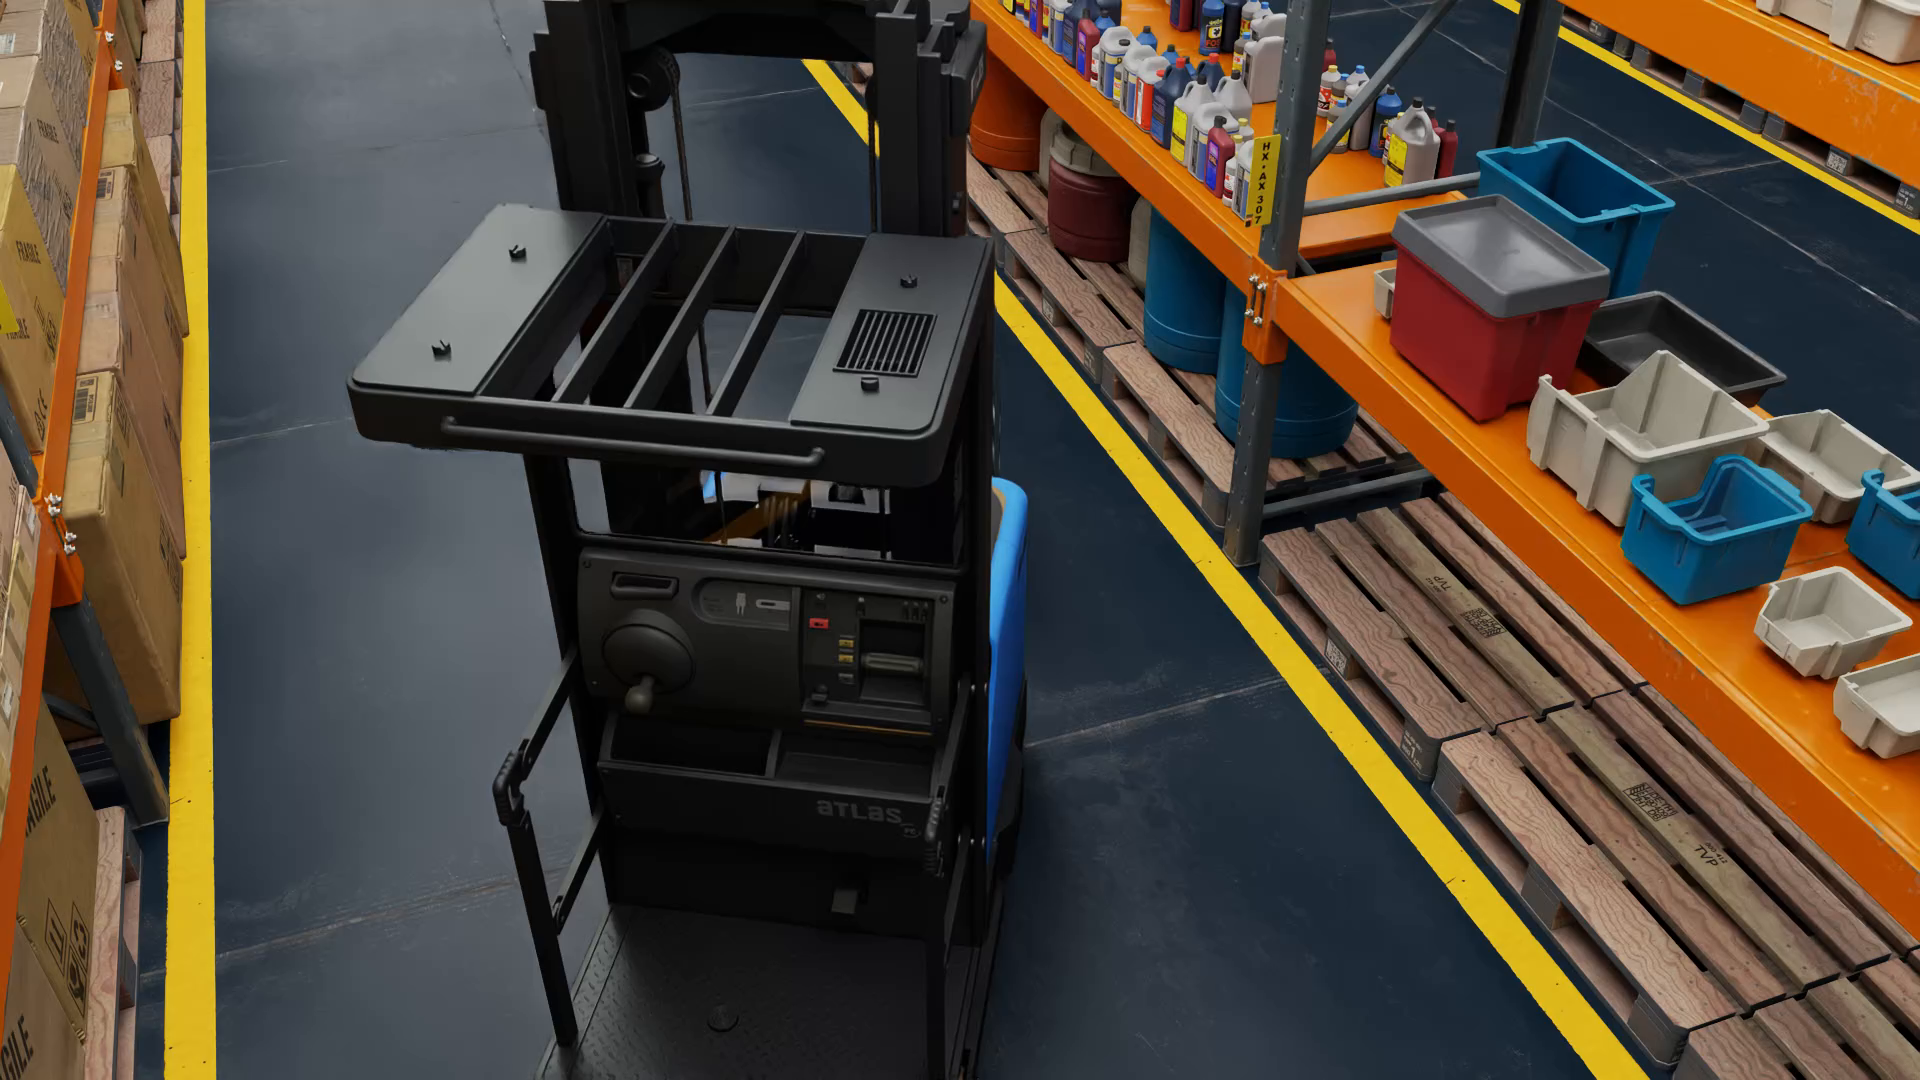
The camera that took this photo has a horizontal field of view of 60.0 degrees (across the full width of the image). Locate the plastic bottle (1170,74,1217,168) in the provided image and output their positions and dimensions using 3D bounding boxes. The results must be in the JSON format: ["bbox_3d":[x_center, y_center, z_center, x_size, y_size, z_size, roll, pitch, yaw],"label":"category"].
[{"bbox_3d":[0.920,-1.649,6.487,0.144,0.351,0.185,-12,39,-16],"label":"plastic bottle"}]

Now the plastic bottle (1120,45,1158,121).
[{"bbox_3d":[0.758,-1.891,6.870,0.152,0.276,0.135,-12,39,-16],"label":"plastic bottle"}]

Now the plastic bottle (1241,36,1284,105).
[{"bbox_3d":[1.280,-2.000,7.015,0.152,0.276,0.135,-12,39,-16],"label":"plastic bottle"}]

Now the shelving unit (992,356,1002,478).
[{"bbox_3d":[0.003,-0.355,6.473,0.258,0.900,0.210,-12,39,-16],"label":"shelving unit"}]

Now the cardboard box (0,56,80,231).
[{"bbox_3d":[-3.559,-1.401,6.033,0.500,0.500,0.500,-12,39,-15],"label":"cardboard box"}]

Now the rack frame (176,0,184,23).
[{"bbox_3d":[-5.860,-4.711,10.511,1.000,3.000,0.127,-12,39,-16],"label":"rack frame"}]

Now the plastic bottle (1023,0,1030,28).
[{"bbox_3d":[0.344,-2.521,7.711,0.097,0.271,0.097,0,37,0],"label":"plastic bottle"}]

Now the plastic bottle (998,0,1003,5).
[{"bbox_3d":[0.231,-2.678,7.978,0.097,0.201,0.097,0,37,0],"label":"plastic bottle"}]

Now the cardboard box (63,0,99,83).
[{"bbox_3d":[-4.081,-2.264,7.179,0.500,0.500,0.500,-11,38,-15],"label":"cardboard box"}]

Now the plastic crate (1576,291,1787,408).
[{"bbox_3d":[2.180,-0.555,5.172,0.437,0.125,0.590,-12,39,-16],"label":"plastic crate"}]

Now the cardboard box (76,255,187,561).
[{"bbox_3d":[-3.655,-0.373,6.169,1.225,0.875,0.875,-14,39,-18],"label":"cardboard box"}]

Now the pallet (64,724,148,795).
[{"bbox_3d":[-3.444,0.502,5.908,1.003,0.211,1.213,-12,39,-16],"label":"pallet"}]

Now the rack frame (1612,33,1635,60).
[{"bbox_3d":[4.819,-4.500,10.231,1.000,3.000,0.127,-12,39,-16],"label":"rack frame"}]

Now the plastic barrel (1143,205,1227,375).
[{"bbox_3d":[1.128,-1.258,7.322,0.600,0.901,0.708,-12,39,-16],"label":"plastic barrel"}]

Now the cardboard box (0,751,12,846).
[{"bbox_3d":[-2.340,0.594,3.677,0.380,0.149,0.250,-12,39,-15],"label":"cardboard box"}]

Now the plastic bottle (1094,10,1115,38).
[{"bbox_3d":[0.624,-2.168,7.242,0.097,0.271,0.097,0,37,0],"label":"plastic bottle"}]

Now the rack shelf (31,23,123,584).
[{"bbox_3d":[-3.796,-1.034,6.228,1.077,0.370,4.000,-12,39,-16],"label":"rack shelf"}]

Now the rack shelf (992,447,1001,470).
[{"bbox_3d":[0.003,-0.328,6.493,0.258,0.077,0.200,-12,39,-16],"label":"rack shelf"}]

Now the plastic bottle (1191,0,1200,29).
[{"bbox_3d":[1.115,-2.573,7.714,0.144,0.351,0.185,-12,39,-16],"label":"plastic bottle"}]

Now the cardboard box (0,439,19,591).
[{"bbox_3d":[-2.709,-0.056,4.208,0.500,0.250,0.500,-13,39,-17],"label":"cardboard box"}]

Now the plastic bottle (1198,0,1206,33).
[{"bbox_3d":[1.152,-2.452,7.609,0.061,0.283,0.133,-12,39,-16],"label":"plastic bottle"}]

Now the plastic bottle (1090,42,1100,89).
[{"bbox_3d":[0.613,-2.052,7.146,0.097,0.201,0.097,0,37,0],"label":"plastic bottle"}]

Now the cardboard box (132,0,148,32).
[{"bbox_3d":[-5.669,-3.537,10.665,0.700,0.500,0.500,-15,40,-19],"label":"cardboard box"}]

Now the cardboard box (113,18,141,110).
[{"bbox_3d":[-5.138,-2.633,9.464,0.700,0.500,0.500,-9,38,-12],"label":"cardboard box"}]

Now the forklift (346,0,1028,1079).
[{"bbox_3d":[-0.508,0.325,3.883,1.130,2.935,3.031,5,37,7],"label":"forklift"}]

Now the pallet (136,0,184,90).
[{"bbox_3d":[-5.591,-3.158,10.767,1.003,0.211,1.213,-12,39,-16],"label":"pallet"}]

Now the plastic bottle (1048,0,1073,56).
[{"bbox_3d":[0.489,-2.333,7.457,0.152,0.276,0.135,-12,39,-16],"label":"plastic bottle"}]

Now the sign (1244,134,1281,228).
[{"bbox_3d":[1.026,-1.215,5.640,0.100,0.325,0.005,-12,39,-16],"label":"sign"}]

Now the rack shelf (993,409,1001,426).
[{"bbox_3d":[0.003,-0.472,6.385,0.258,0.077,0.200,-12,39,-16],"label":"rack shelf"}]

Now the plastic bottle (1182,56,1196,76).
[{"bbox_3d":[0.915,-1.849,6.819,0.097,0.271,0.097,0,37,0],"label":"plastic bottle"}]

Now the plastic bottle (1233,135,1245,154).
[{"bbox_3d":[1.050,-1.441,6.336,0.097,0.201,0.097,0,37,0],"label":"plastic bottle"}]

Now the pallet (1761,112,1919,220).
[{"bbox_3d":[5.456,-2.269,9.587,1.003,0.211,1.213,-12,39,-16],"label":"pallet"}]

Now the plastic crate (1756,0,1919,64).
[{"bbox_3d":[1.976,-1.166,3.531,0.437,0.136,0.530,-12,39,-16],"label":"plastic crate"}]

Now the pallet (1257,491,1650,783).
[{"bbox_3d":[1.833,0.304,6.171,1.003,0.211,1.213,-12,39,-16],"label":"pallet"}]

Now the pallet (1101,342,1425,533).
[{"bbox_3d":[1.317,-0.548,7.302,1.003,0.211,1.213,-12,39,-16],"label":"pallet"}]

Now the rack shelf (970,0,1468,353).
[{"bbox_3d":[0.855,-2.060,7.589,1.077,0.370,4.000,-12,39,-16],"label":"rack shelf"}]

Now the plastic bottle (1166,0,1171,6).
[{"bbox_3d":[1.043,-2.673,7.971,0.097,0.201,0.097,0,37,0],"label":"plastic bottle"}]

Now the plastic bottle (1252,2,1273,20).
[{"bbox_3d":[1.329,-2.231,7.326,0.097,0.271,0.097,0,37,0],"label":"plastic bottle"}]

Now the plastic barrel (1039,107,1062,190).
[{"bbox_3d":[0.629,-2.078,8.734,0.421,0.512,0.421,0,37,0],"label":"plastic barrel"}]

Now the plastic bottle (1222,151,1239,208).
[{"bbox_3d":[1.038,-1.353,6.219,0.097,0.201,0.097,0,37,0],"label":"plastic bottle"}]

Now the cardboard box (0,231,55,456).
[{"bbox_3d":[-3.031,-0.543,4.895,0.500,0.500,0.500,-12,39,-16],"label":"cardboard box"}]

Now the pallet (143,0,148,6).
[{"bbox_3d":[-6.125,-3.969,11.844,1.003,0.211,1.213,-12,39,-16],"label":"pallet"}]

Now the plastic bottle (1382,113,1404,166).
[{"bbox_3d":[1.715,-1.570,6.506,0.097,0.201,0.097,0,37,0],"label":"plastic bottle"}]

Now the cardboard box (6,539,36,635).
[{"bbox_3d":[-2.606,0.159,4.255,0.380,0.149,0.250,-12,39,-15],"label":"cardboard box"}]

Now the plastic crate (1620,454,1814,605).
[{"bbox_3d":[1.972,-0.022,4.375,0.416,0.233,0.300,-12,39,-16],"label":"plastic crate"}]

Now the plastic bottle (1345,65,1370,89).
[{"bbox_3d":[1.601,-1.784,6.732,0.097,0.271,0.097,0,37,0],"label":"plastic bottle"}]
